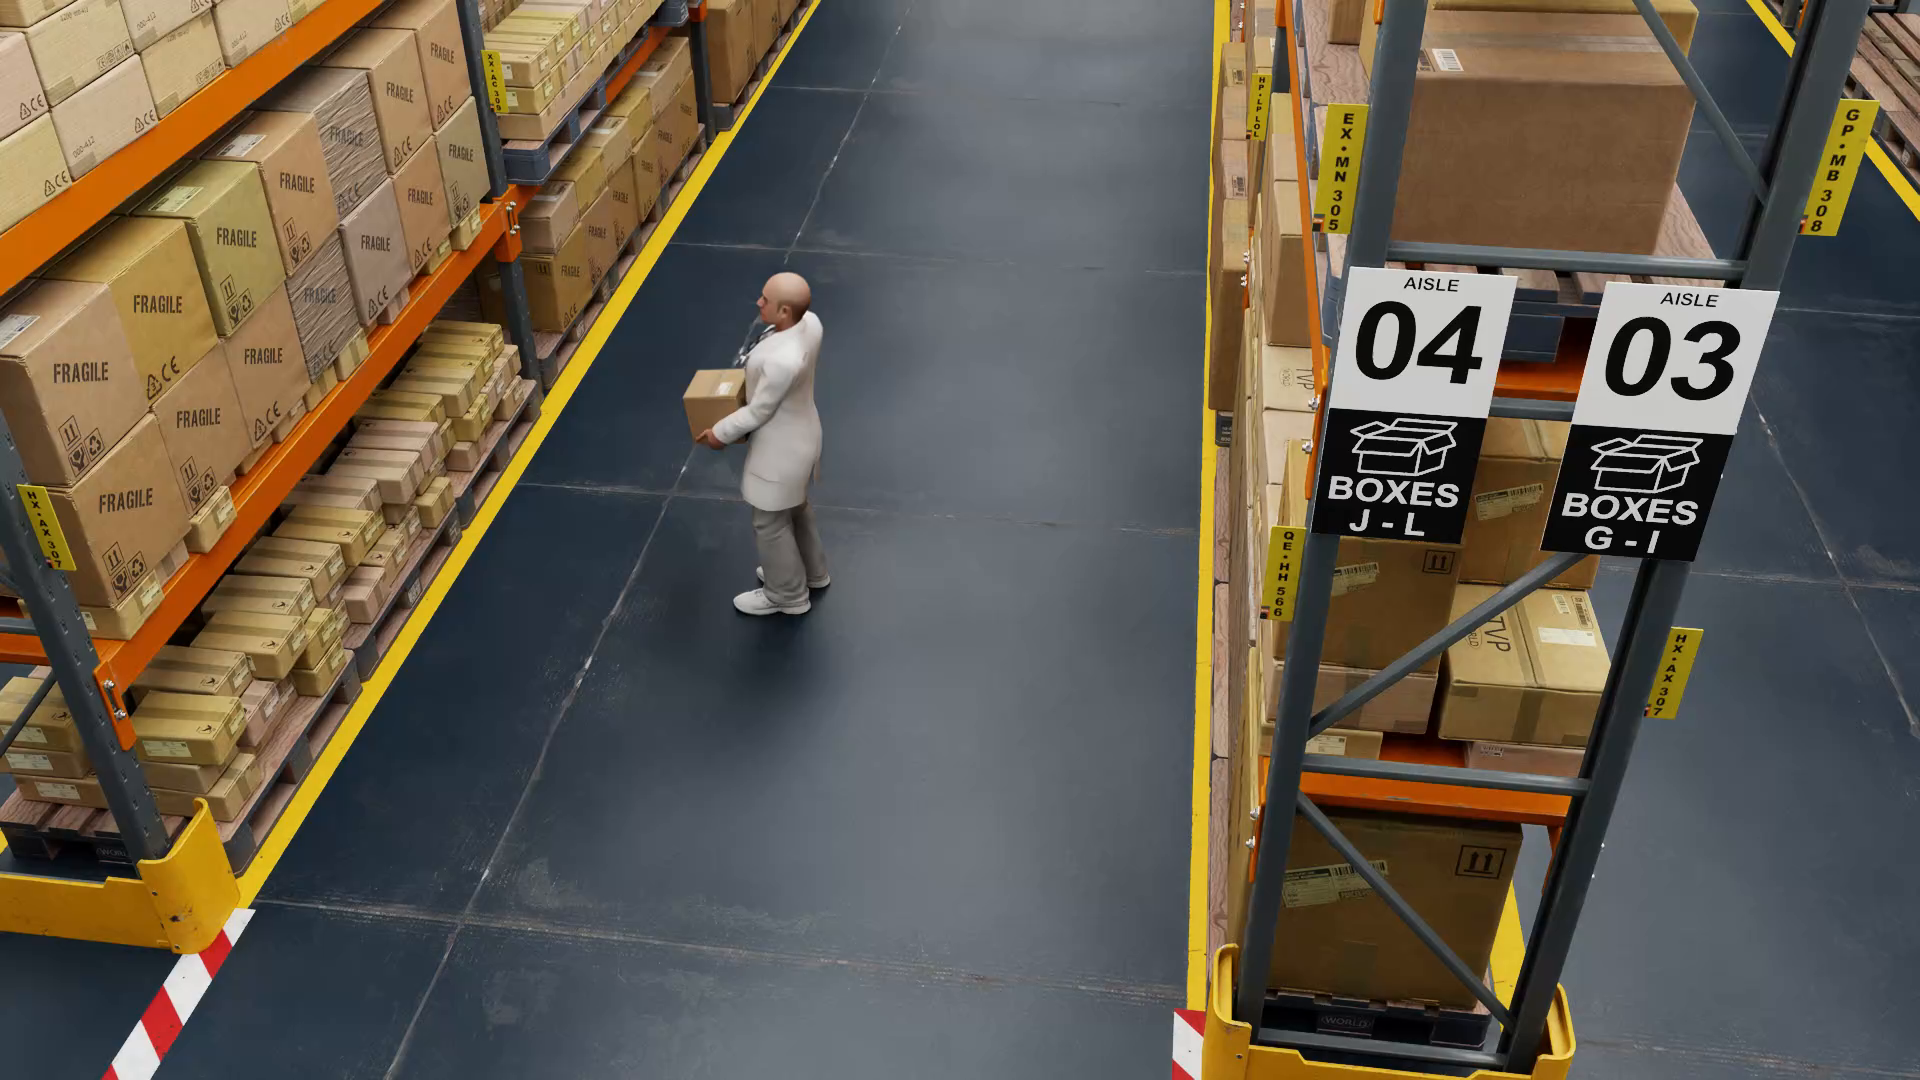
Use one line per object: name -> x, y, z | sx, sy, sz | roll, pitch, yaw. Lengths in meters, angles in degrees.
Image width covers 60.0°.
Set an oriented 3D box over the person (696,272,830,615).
person -> -0.908, -0.442, 7.676 | 0.553, 1.772, 0.529 | 5, 36, 7
